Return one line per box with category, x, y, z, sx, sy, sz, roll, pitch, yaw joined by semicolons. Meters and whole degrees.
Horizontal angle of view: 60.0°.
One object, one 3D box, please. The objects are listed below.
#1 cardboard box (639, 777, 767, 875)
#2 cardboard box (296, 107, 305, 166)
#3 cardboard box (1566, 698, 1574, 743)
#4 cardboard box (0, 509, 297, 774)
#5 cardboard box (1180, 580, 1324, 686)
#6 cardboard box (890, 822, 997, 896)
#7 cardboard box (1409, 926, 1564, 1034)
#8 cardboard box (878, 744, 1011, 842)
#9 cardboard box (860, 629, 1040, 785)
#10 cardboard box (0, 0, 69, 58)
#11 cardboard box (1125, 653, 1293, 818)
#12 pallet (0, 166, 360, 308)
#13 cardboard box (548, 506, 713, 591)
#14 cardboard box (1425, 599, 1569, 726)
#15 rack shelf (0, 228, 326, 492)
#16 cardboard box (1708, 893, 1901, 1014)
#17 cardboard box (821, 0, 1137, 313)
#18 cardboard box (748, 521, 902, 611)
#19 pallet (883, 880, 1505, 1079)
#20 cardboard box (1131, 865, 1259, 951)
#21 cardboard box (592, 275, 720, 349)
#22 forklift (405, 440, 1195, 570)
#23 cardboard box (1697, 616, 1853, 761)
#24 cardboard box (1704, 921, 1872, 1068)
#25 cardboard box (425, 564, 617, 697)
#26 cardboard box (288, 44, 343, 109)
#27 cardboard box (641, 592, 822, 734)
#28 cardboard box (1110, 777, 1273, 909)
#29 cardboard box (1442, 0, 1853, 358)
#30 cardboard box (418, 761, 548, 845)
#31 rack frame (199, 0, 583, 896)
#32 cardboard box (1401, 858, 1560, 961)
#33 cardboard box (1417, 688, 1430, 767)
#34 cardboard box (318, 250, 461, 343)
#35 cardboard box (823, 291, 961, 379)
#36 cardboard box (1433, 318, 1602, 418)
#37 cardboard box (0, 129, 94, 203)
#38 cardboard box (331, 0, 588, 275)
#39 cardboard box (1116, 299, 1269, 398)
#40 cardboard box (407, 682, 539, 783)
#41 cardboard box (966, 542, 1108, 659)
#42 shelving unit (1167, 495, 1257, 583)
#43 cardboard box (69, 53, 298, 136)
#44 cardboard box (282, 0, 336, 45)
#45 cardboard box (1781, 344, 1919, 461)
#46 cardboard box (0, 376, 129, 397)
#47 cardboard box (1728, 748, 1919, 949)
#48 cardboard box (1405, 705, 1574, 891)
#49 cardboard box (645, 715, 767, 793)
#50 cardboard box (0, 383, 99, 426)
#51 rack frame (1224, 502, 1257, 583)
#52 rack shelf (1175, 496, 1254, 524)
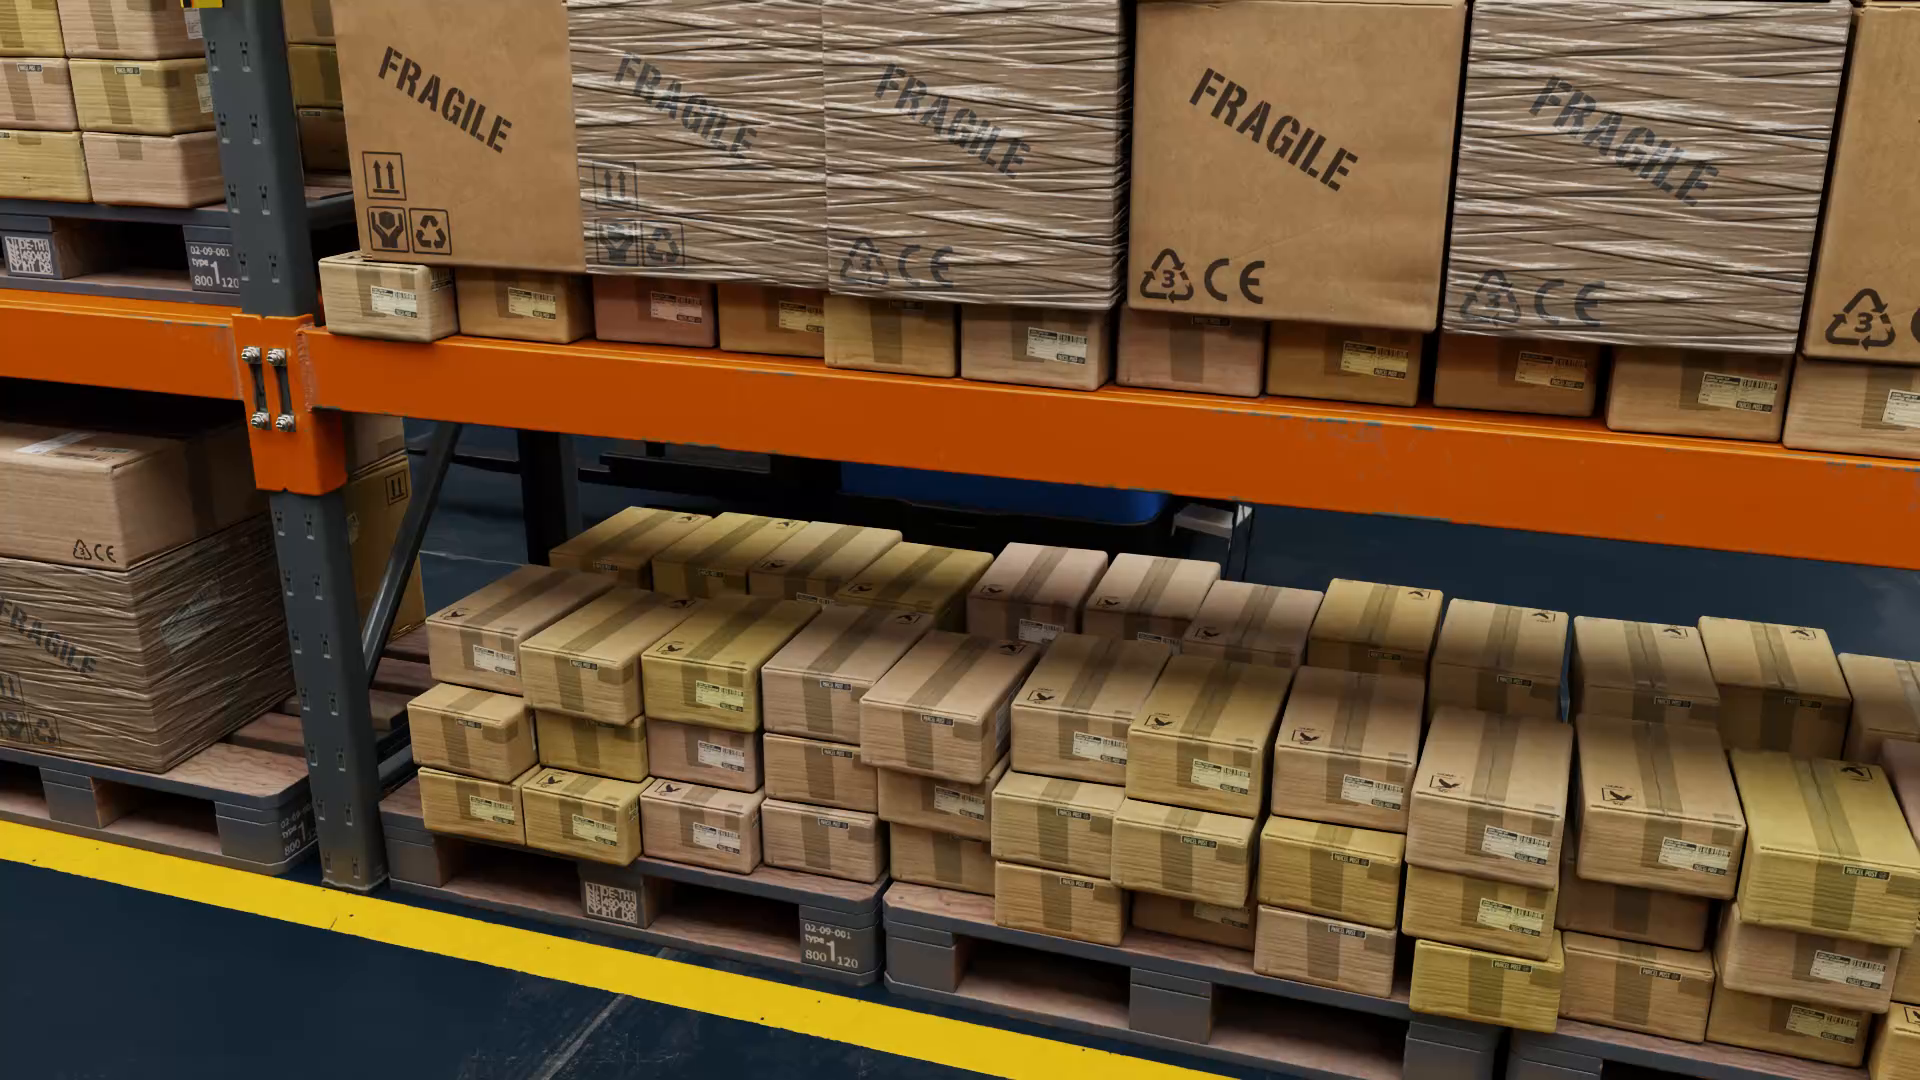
cardboard box;-0.492;0.554;3.623;0.250;0.149;0.380;6;20;18
cardboard box;-1.719;-1.066;4.321;0.250;0.149;0.380;7;20;19
cardboard box;1.426;0.423;3.547;0.250;0.149;0.380;7;20;20
cardboard box;-2.016;0.208;4.082;0.500;0.500;0.500;6;20;17
cardboard box;0.642;0.231;3.646;0.250;0.149;0.380;7;20;18
cardboard box;0.029;0.584;3.537;0.250;0.149;0.380;6;20;16
cardboard box;0.982;0.733;3.109;0.250;0.149;0.380;6;20;16
cardboard box;0.020;0.455;3.455;0.250;0.149;0.380;8;21;21
cardboard box;-0.014;0.330;3.361;0.250;0.149;0.380;7;20;19
cardboard box;-1.932;-1.145;3.643;0.250;0.149;0.380;6;20;16
cardboard box;0.491;0.373;3.239;0.250;0.149;0.380;7;20;18
pallet;-1.908;-0.810;4.134;1.213;0.211;1.003;7;20;18
cardboard box;-0.813;0.052;4.160;0.250;0.149;0.380;7;20;20
cardboard box;1.145;0.271;3.531;0.250;0.149;0.380;7;21;20
rack shelf;-3.123;-0.649;4.474;4.000;0.370;1.077;7;20;18
cardboard box;1.461;0.643;2.915;0.250;0.149;0.380;6;20;16
cardboard box;0.085;-0.712;2.957;0.500;0.500;0.500;6;20;17
cardboard box;-0.321;0.092;4.045;0.250;0.149;0.380;6;20;18
pallet;0.568;0.737;3.641;1.213;0.211;1.003;7;20;18
cardboard box;0.516;0.647;3.357;0.250;0.149;0.380;7;20;20
cardboard box;-0.537;-0.504;3.347;0.250;0.149;0.380;6;20;16
forklift;-0.647;-1.461;5.816;3.031;2.935;1.130;7;20;19
cardboard box;1.665;0.305;3.434;0.250;0.149;0.380;6;20;18
cardboard box;1.481;0.764;3.021;0.250;0.149;0.380;6;20;18
cardboard box;-0.977;0.196;3.746;0.250;0.149;0.380;7;21;20
cardboard box;-1.455;-1.178;4.191;0.250;0.149;0.380;7;20;19
cardboard box;-0.481;0.256;3.573;0.250;0.149;0.380;6;20;17
cardboard box;0.462;0.537;3.221;0.250;0.149;0.380;7;20;19
cardboard box;1.068;-0.606;2.653;0.500;0.500;0.500;7;20;18
cardboard box;-0.996;0.515;3.736;0.250;0.149;0.380;6;20;16
rack frame;-1.234;-0.773;3.735;0.127;3.000;1.000;7;20;18
cardboard box;0.967;0.591;3.064;0.250;0.149;0.380;7;20;19
cardboard box;0.875;0.407;3.591;0.250;0.149;0.380;8;21;21
cardboard box;-1.074;-0.522;3.397;0.250;0.149;0.380;7;21;20
cardboard box;-0.065;-0.426;3.122;0.250;0.149;0.380;7;20;19
cardboard box;0.956;-0.336;2.864;0.250;0.149;0.380;6;20;16
cardboard box;-1.920;-0.861;3.734;0.250;0.149;0.380;7;20;18
cardboard box;-0.849;-0.828;3.292;0.500;0.500;0.500;6;20;17
cardboard box;0.454;-0.380;2.991;0.250;0.149;0.380;7;21;20
cardboard box;-0.997;0.374;3.689;0.250;0.149;0.380;8;21;21
cardboard box;0.185;0.145;3.893;0.250;0.149;0.380;6;20;15
shelving unit;0.857;-0.259;5.429;0.210;0.900;0.258;15;23;23
cardboard box;-1.675;-0.974;3.606;0.250;0.149;0.380;7;20;20
cardboard box;-1.455;-1.319;4.142;0.250;0.149;0.380;8;21;21
cardboard box;1.430;-0.250;2.619;0.250;0.149;0.380;7;20;20
cardboard box;-2.349;-0.363;4.582;0.500;0.250;0.500;7;20;20
cardboard box;1.456;0.515;2.832;0.250;0.149;0.380;6;20;17
cardboard box;0.960;0.455;3.002;0.250;0.149;0.380;7;21;20
cardboard box;-0.486;0.388;3.647;0.250;0.149;0.380;6;20;18
cardboard box;-2.502;-0.206;4.131;0.500;0.250;0.500;8;21;21
rack frame;0.947;-0.236;5.389;0.006;0.900;0.240;15;23;23
rack shelf;0.847;-0.145;5.474;0.200;0.077;0.258;15;23;23
